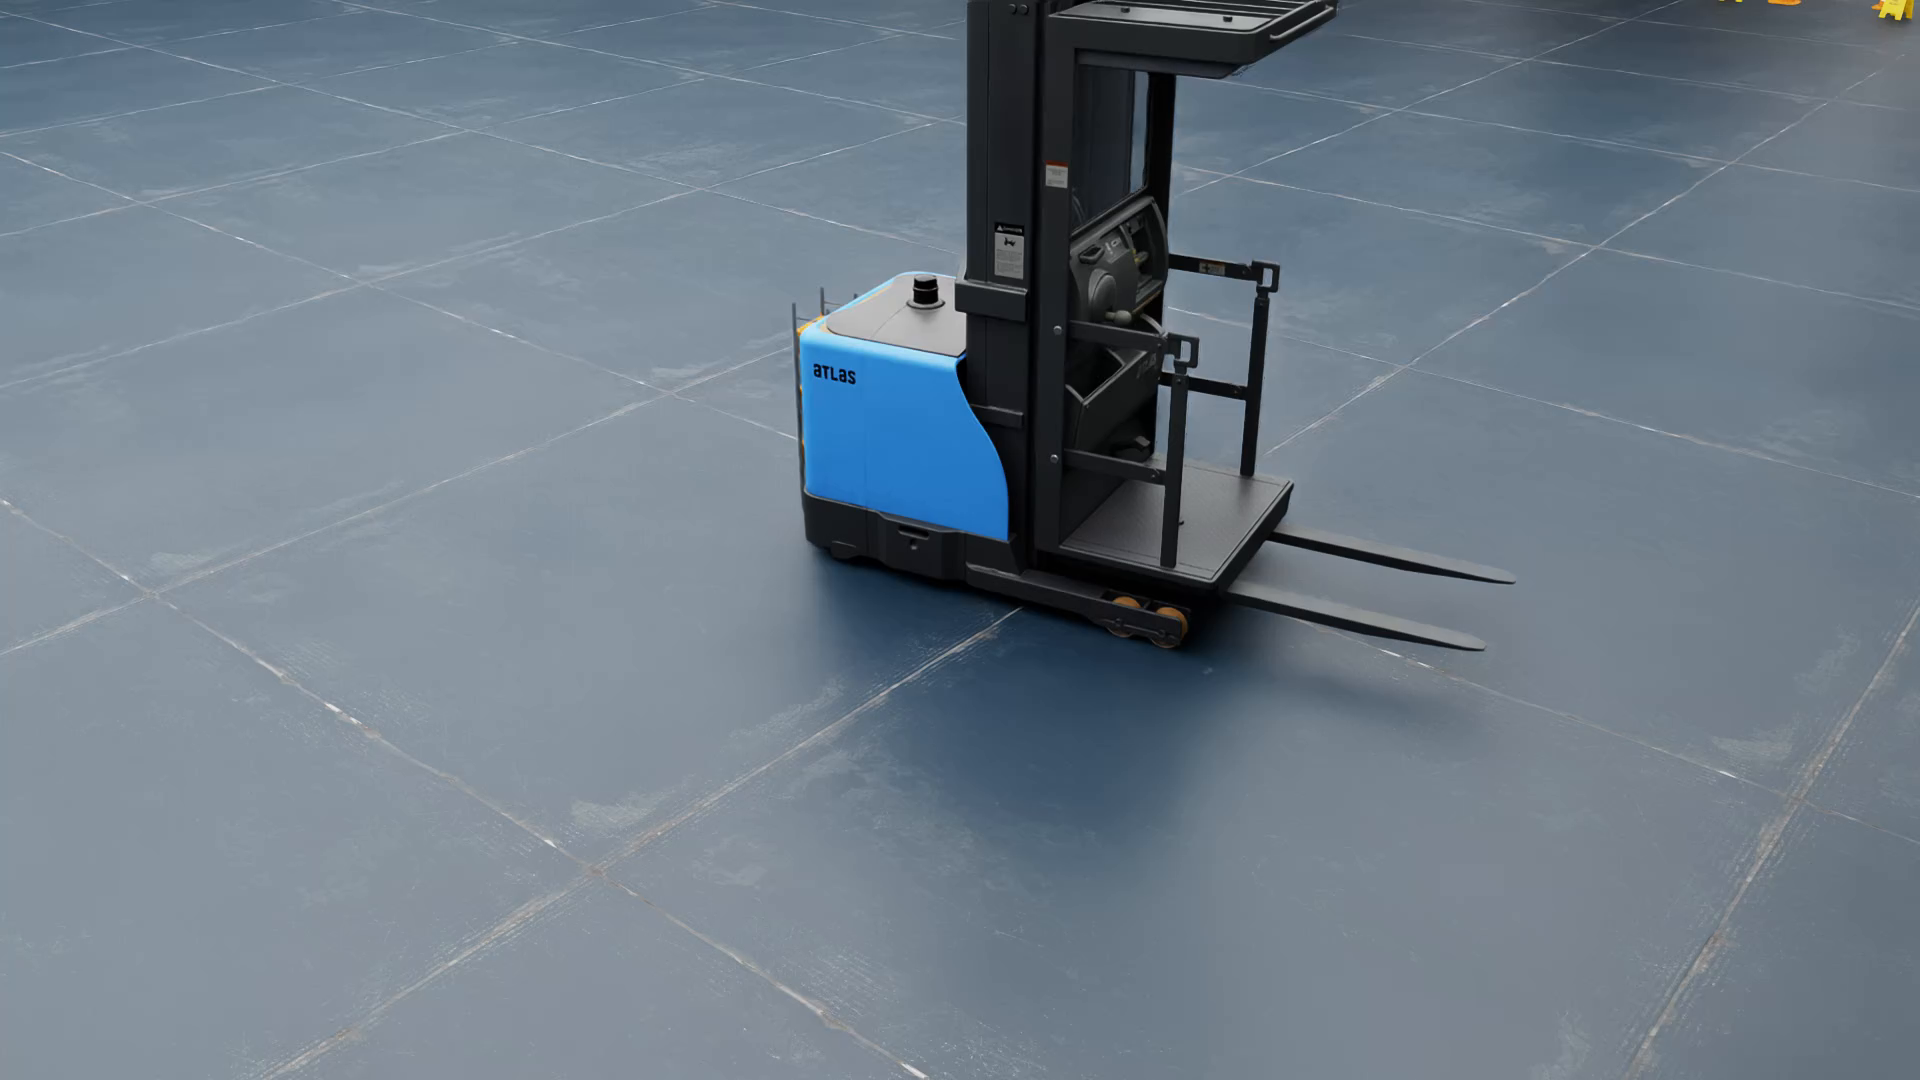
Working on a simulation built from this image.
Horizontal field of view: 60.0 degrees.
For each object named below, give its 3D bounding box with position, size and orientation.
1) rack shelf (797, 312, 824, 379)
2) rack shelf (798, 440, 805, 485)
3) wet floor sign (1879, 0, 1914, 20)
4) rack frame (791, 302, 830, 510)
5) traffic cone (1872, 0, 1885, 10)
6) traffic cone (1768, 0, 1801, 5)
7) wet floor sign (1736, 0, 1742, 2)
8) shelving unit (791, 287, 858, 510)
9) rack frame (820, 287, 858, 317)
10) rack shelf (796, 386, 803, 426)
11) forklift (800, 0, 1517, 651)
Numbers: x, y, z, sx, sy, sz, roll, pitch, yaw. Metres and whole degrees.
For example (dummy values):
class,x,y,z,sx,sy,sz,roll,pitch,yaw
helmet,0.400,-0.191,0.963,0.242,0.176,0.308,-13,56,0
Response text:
class,x,y,z,sx,sy,sz,roll,pitch,yaw
rack shelf,-0.618,-0.885,7.724,0.215,0.259,0.240,13,30,24
rack shelf,-0.618,-0.386,7.982,0.215,0.259,0.240,13,30,24
wet floor sign,11.094,-6.481,19.575,0.232,0.644,0.267,-15,31,-27
rack frame,-0.674,-0.593,7.753,0.200,1.050,0.008,13,30,24
traffic cone,11.318,-6.684,20.166,0.336,0.463,0.334,21,34,34
traffic cone,10.246,-6.887,20.560,0.336,0.463,0.334,21,34,34
wet floor sign,9.666,-7.057,20.689,0.267,0.644,0.232,15,31,26
shelving unit,-0.618,-0.643,7.849,0.215,1.050,0.252,13,30,24
rack frame,-0.562,-0.692,7.945,0.200,1.050,0.008,13,30,24
rack shelf,-0.618,-0.633,7.854,0.215,0.259,0.240,13,30,24
forklift,0.839,-1.133,6.751,3.031,2.935,1.130,13,30,24
